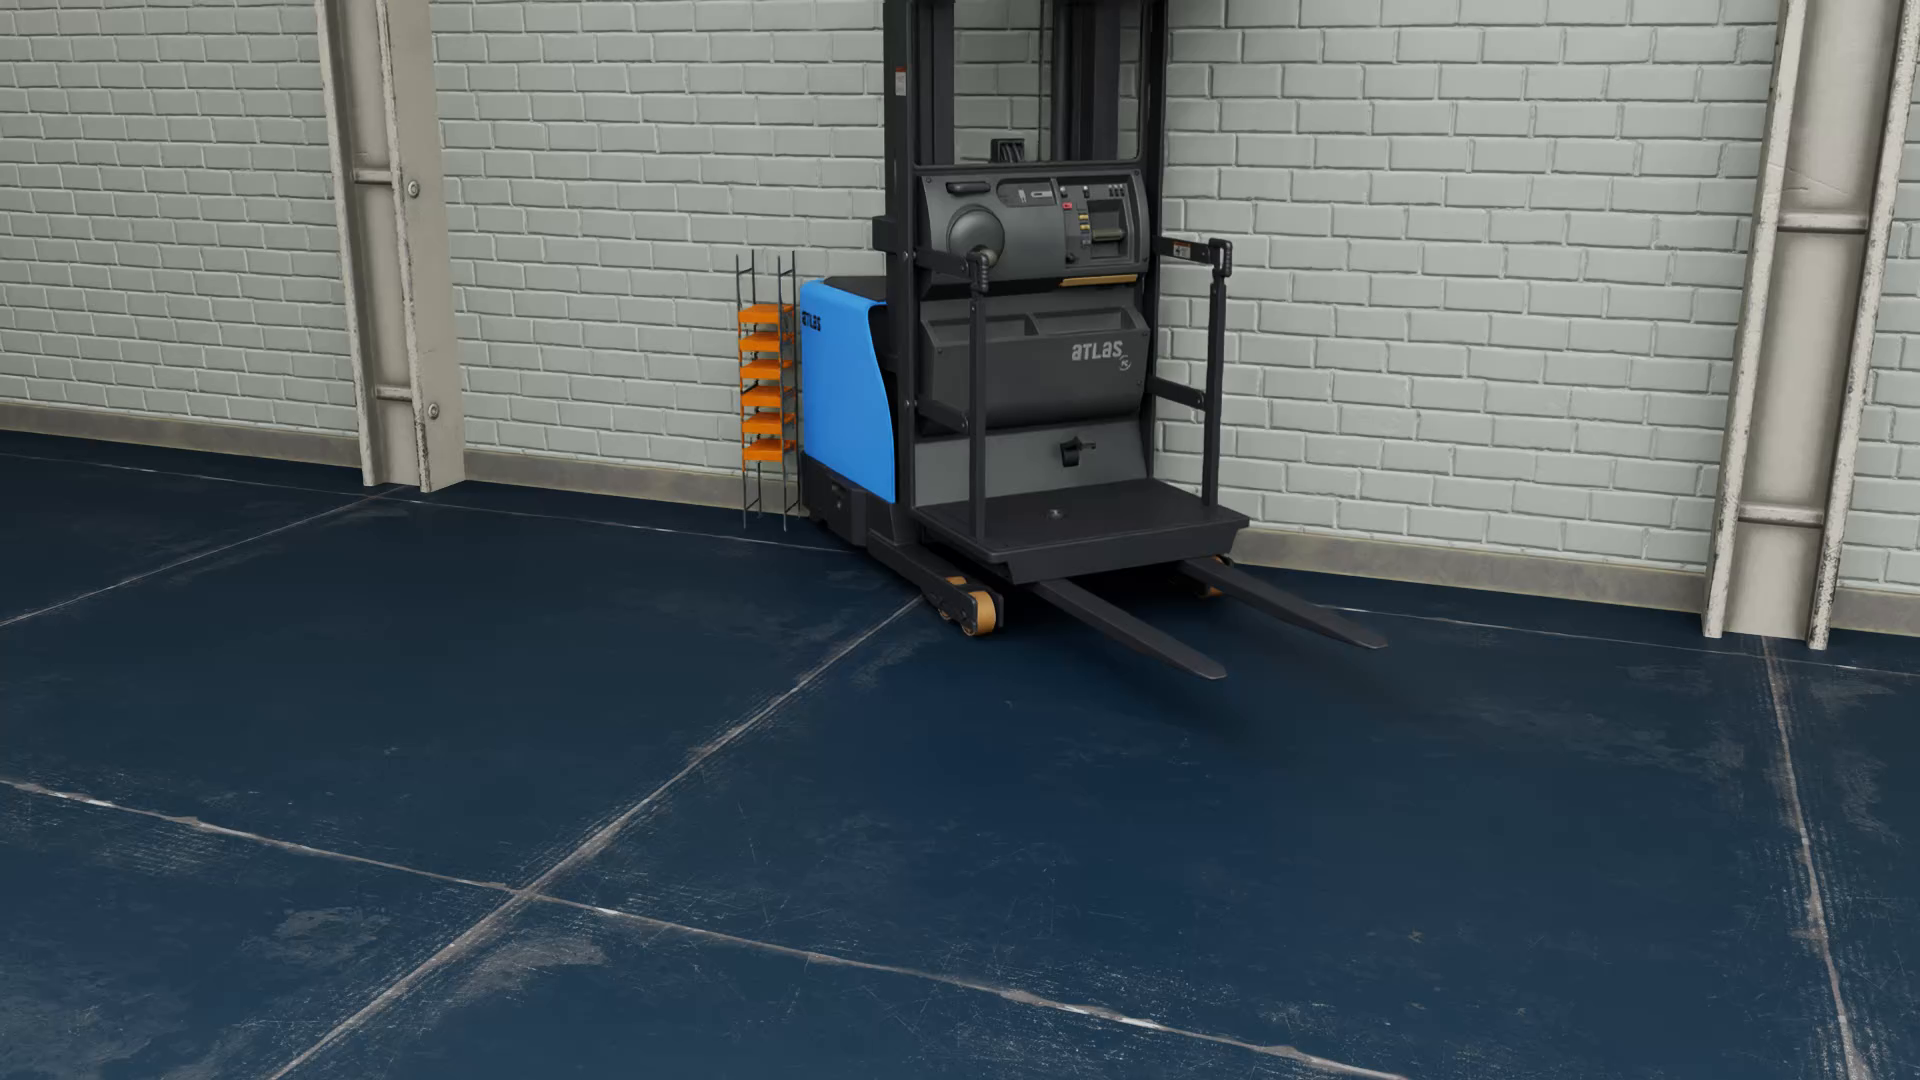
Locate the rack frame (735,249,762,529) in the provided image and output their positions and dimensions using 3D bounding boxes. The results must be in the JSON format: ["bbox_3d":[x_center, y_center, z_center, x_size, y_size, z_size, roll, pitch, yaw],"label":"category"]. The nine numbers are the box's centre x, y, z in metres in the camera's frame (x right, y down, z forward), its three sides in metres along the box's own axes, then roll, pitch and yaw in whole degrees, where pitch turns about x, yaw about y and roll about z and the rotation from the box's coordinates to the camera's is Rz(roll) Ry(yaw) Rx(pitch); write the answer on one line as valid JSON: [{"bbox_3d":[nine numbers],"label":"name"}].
[{"bbox_3d":[-0.923,-0.655,7.275,0.006,1.200,0.240,3,17,10],"label":"rack frame"}]

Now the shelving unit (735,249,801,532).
[{"bbox_3d":[-0.833,-0.650,7.258,0.189,1.200,0.258,3,17,10],"label":"shelving unit"}]

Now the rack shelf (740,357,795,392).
[{"bbox_3d":[-0.833,-0.723,7.237,0.180,0.103,0.258,3,17,10],"label":"rack shelf"}]

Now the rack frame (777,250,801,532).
[{"bbox_3d":[-0.743,-0.645,7.242,0.006,1.200,0.240,3,17,10],"label":"rack frame"}]

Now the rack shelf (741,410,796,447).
[{"bbox_3d":[-0.834,-0.492,7.304,0.180,0.103,0.258,3,17,10],"label":"rack shelf"}]

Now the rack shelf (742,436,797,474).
[{"bbox_3d":[-0.835,-0.377,7.338,0.180,0.103,0.258,3,17,10],"label":"rack shelf"}]

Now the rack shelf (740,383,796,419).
[{"bbox_3d":[-0.834,-0.607,7.271,0.180,0.103,0.258,3,17,10],"label":"rack shelf"}]

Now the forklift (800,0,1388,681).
[{"bbox_3d":[0.388,-1.200,6.050,1.130,2.935,3.031,-8,18,-25],"label":"forklift"}]

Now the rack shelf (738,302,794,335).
[{"bbox_3d":[-0.831,-0.953,7.170,0.180,0.103,0.258,3,17,10],"label":"rack shelf"}]

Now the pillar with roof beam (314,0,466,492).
[{"bbox_3d":[-4.246,-3.492,3.061,0.400,9.000,9.100,6,17,21],"label":"pillar with roof beam"}]

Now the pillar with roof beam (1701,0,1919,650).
[{"bbox_3d":[1.335,-2.878,0.947,0.400,9.000,9.100,6,17,21],"label":"pillar with roof beam"}]

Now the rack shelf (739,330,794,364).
[{"bbox_3d":[-0.832,-0.838,7.204,0.180,0.103,0.258,3,17,10],"label":"rack shelf"}]
